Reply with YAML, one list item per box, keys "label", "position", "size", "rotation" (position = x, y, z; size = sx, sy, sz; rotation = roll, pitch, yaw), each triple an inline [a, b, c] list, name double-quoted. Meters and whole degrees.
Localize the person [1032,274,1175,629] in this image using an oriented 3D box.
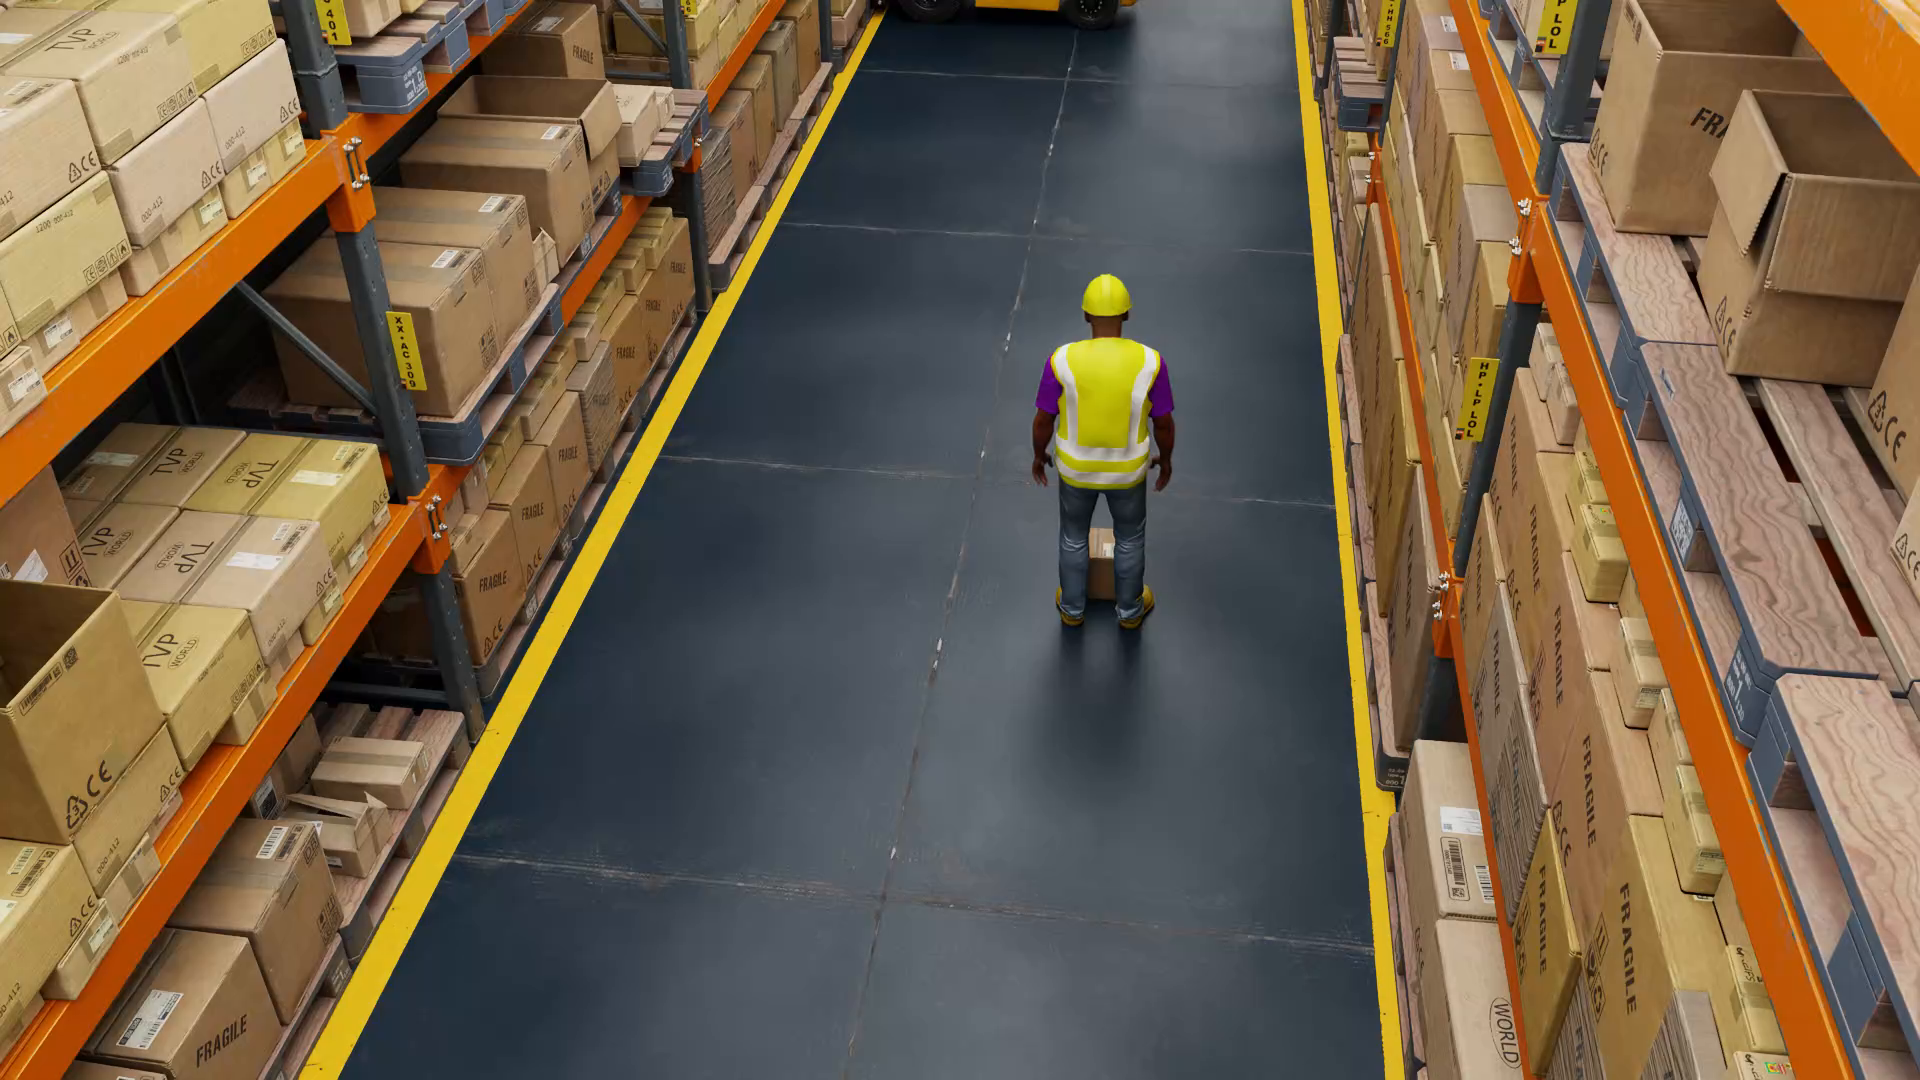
- label: "person"
  position: [0.646, -0.365, 7.532]
  size: [0.637, 1.757, 0.460]
  rotation: [3, 36, 5]
